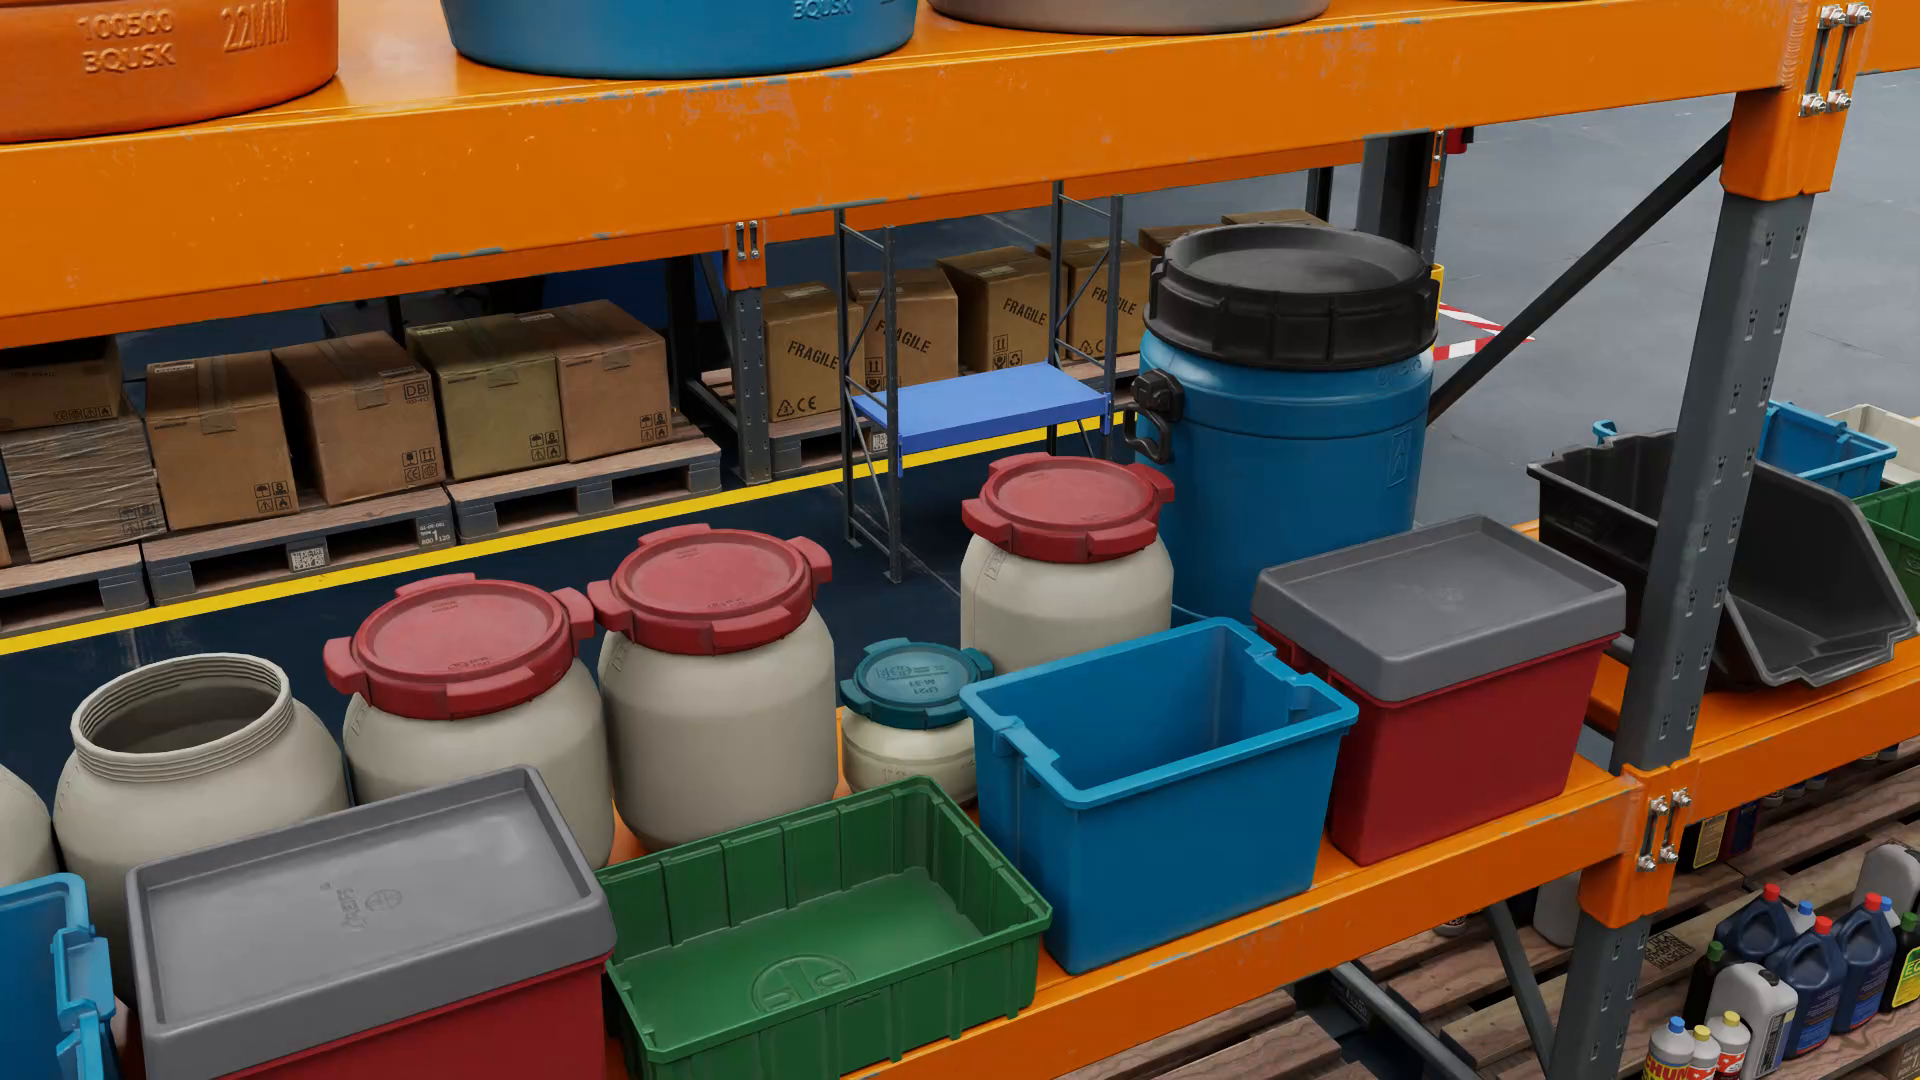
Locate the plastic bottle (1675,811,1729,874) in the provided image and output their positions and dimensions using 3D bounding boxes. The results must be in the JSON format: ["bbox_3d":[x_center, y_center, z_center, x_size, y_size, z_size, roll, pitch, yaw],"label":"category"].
[{"bbox_3d":[2.117,0.806,4.736,0.133,0.283,0.061,-13,29,-25],"label":"plastic bottle"}]

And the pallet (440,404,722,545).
[{"bbox_3d":[-1.858,-0.383,7.805,1.213,0.211,1.003,-13,29,-25],"label":"pallet"}]

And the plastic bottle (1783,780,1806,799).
[{"bbox_3d":[2.552,0.649,5.076,0.097,0.271,0.097,0,26,0],"label":"plastic bottle"}]

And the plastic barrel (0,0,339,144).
[{"bbox_3d":[-0.966,-0.857,1.607,0.708,0.830,0.600,-13,29,-25],"label":"plastic barrel"}]

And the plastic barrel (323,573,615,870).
[{"bbox_3d":[-0.817,0.379,2.837,0.433,0.535,0.433,0,26,0],"label":"plastic barrel"}]

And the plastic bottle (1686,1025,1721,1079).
[{"bbox_3d":[1.736,1.237,3.933,0.097,0.201,0.097,0,26,0],"label":"plastic bottle"}]

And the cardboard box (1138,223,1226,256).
[{"bbox_3d":[1.288,-1.421,9.147,0.500,0.500,0.500,-6,26,-12],"label":"cardboard box"}]

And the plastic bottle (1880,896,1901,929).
[{"bbox_3d":[2.346,1.035,4.273,0.097,0.271,0.097,0,26,0],"label":"plastic bottle"}]

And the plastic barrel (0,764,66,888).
[{"bbox_3d":[-1.563,0.565,2.478,0.421,0.512,0.421,0,26,0],"label":"plastic barrel"}]

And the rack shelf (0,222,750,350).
[{"bbox_3d":[-2.936,-1.068,6.840,4.000,0.370,1.077,-13,29,-25],"label":"rack shelf"}]

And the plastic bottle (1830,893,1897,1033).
[{"bbox_3d":[2.233,1.043,4.163,0.185,0.351,0.144,-14,29,-27],"label":"plastic bottle"}]

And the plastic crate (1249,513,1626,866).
[{"bbox_3d":[0.876,0.279,3.130,0.583,0.464,0.402,-13,29,-25],"label":"plastic crate"}]

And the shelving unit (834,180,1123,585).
[{"bbox_3d":[0.075,-0.693,6.962,1.048,1.500,0.538,-13,29,-25],"label":"shelving unit"}]

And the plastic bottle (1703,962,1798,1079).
[{"bbox_3d":[1.919,1.148,4.032,0.135,0.276,0.152,-12,28,-23],"label":"plastic bottle"}]

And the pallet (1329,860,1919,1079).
[{"bbox_3d":[1.772,1.228,4.448,1.213,0.211,1.003,-13,29,-25],"label":"pallet"}]

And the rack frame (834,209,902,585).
[{"bbox_3d":[-0.373,-0.590,6.746,0.032,1.500,0.500,-13,29,-25],"label":"rack frame"}]

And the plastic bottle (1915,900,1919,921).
[{"bbox_3d":[2.608,0.957,4.344,0.185,0.351,0.144,-13,29,-25],"label":"plastic bottle"}]

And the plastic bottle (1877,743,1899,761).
[{"bbox_3d":[2.942,0.559,5.264,0.097,0.271,0.097,0,26,0],"label":"plastic bottle"}]

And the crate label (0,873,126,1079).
[{"bbox_3d":[-1.366,0.792,2.095,0.616,0.435,0.502,-13,29,-25],"label":"crate label"}]

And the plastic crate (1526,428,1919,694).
[{"bbox_3d":[1.681,0.062,3.727,0.504,0.338,0.767,-13,29,-25],"label":"plastic crate"}]

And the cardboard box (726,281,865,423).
[{"bbox_3d":[-0.800,-0.928,8.121,0.500,0.500,0.500,-14,29,-27],"label":"cardboard box"}]

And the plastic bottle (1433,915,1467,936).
[{"bbox_3d":[1.333,0.962,4.505,0.097,0.201,0.097,0,26,0],"label":"plastic bottle"}]

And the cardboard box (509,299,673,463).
[{"bbox_3d":[-1.723,-0.754,7.735,0.500,0.500,0.700,-15,30,-29],"label":"cardboard box"}]

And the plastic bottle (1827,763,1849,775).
[{"bbox_3d":[2.734,0.593,5.180,0.133,0.283,0.061,-12,28,-24],"label":"plastic bottle"}]

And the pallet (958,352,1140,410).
[{"bbox_3d":[0.482,-0.943,8.970,1.213,0.211,1.003,-13,29,-25],"label":"pallet"}]

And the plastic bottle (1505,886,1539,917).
[{"bbox_3d":[1.592,0.847,4.573,0.185,0.351,0.144,-14,29,-26],"label":"plastic bottle"}]

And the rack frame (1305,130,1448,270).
[{"bbox_3d":[2.358,-2.614,9.229,0.127,3.000,1.000,-13,29,-25],"label":"rack frame"}]

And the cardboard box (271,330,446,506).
[{"bbox_3d":[-2.646,-0.550,7.310,0.500,0.500,0.700,-16,30,-29],"label":"cardboard box"}]

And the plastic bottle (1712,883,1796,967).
[{"bbox_3d":[1.999,1.027,4.198,0.185,0.351,0.144,-13,29,-25],"label":"plastic bottle"}]

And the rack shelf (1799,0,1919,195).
[{"bbox_3d":[2.924,-1.343,3.948,4.000,0.370,1.077,-13,29,-25],"label":"rack shelf"}]

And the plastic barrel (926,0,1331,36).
[{"bbox_3d":[0.236,-1.167,2.169,0.600,0.901,0.600,0,26,0],"label":"plastic barrel"}]

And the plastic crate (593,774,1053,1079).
[{"bbox_3d":[-0.245,0.650,2.675,0.662,0.188,0.450,-13,29,-25],"label":"plastic crate"}]

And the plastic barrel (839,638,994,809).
[{"bbox_3d":[-0.081,0.365,3.183,0.301,0.262,0.301,0,26,0],"label":"plastic barrel"}]

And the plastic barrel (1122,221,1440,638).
[{"bbox_3d":[0.676,-0.171,3.561,0.708,0.901,0.600,-13,29,-25],"label":"plastic barrel"}]

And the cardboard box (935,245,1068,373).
[{"bbox_3d":[0.213,-1.204,8.695,0.500,0.500,0.500,-16,30,-30],"label":"cardboard box"}]

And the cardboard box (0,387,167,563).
[{"bbox_3d":[-3.636,-0.318,6.827,0.500,0.500,0.700,-16,30,-29],"label":"cardboard box"}]

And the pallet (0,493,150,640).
[{"bbox_3d":[-4.011,0.114,6.770,1.213,0.211,1.003,-13,29,-25],"label":"pallet"}]

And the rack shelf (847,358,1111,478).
[{"bbox_3d":[0.075,-0.531,7.039,1.000,0.185,0.538,-13,29,-25],"label":"rack shelf"}]

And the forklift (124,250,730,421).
[{"bbox_3d":[-2.793,-2.138,8.317,3.031,2.935,1.130,-14,29,-26],"label":"forklift"}]

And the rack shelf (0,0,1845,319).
[{"bbox_3d":[-0.605,-0.529,2.251,4.000,0.370,1.077,-13,29,-25],"label":"rack shelf"}]

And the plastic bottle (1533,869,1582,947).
[{"bbox_3d":[1.660,0.902,4.459,0.185,0.351,0.144,-13,29,-25],"label":"plastic bottle"}]

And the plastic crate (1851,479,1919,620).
[{"bbox_3d":[2.490,0.019,3.990,0.662,0.188,0.450,-13,29,-25],"label":"plastic crate"}]

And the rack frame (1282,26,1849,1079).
[{"bbox_3d":[1.159,0.092,3.593,0.127,3.000,1.000,-13,29,-25],"label":"rack frame"}]
